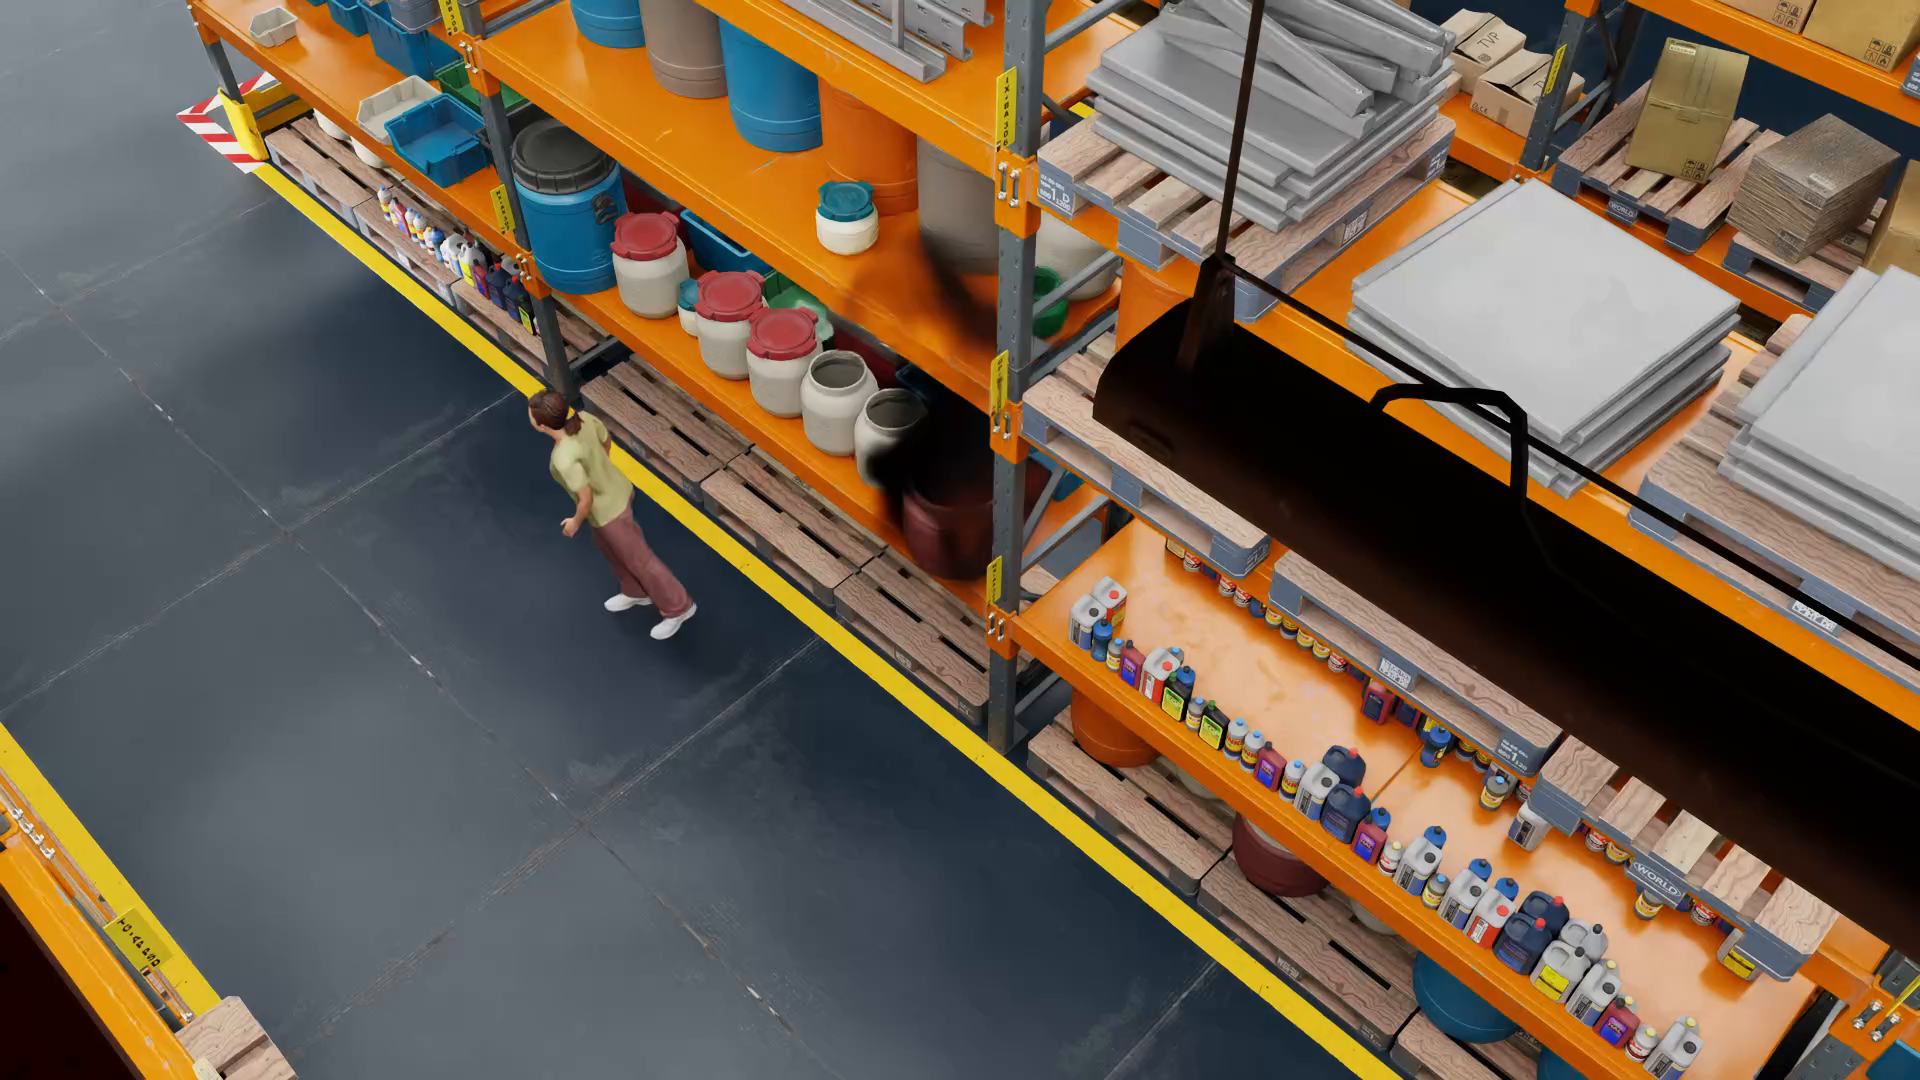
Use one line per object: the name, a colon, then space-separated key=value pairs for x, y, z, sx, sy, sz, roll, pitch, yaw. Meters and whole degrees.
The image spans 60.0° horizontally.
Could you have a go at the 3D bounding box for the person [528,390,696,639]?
person: x=-1.884 y=-0.160 z=9.123 sx=0.746 sy=1.636 sz=0.587 roll=3 pitch=50 yaw=2
